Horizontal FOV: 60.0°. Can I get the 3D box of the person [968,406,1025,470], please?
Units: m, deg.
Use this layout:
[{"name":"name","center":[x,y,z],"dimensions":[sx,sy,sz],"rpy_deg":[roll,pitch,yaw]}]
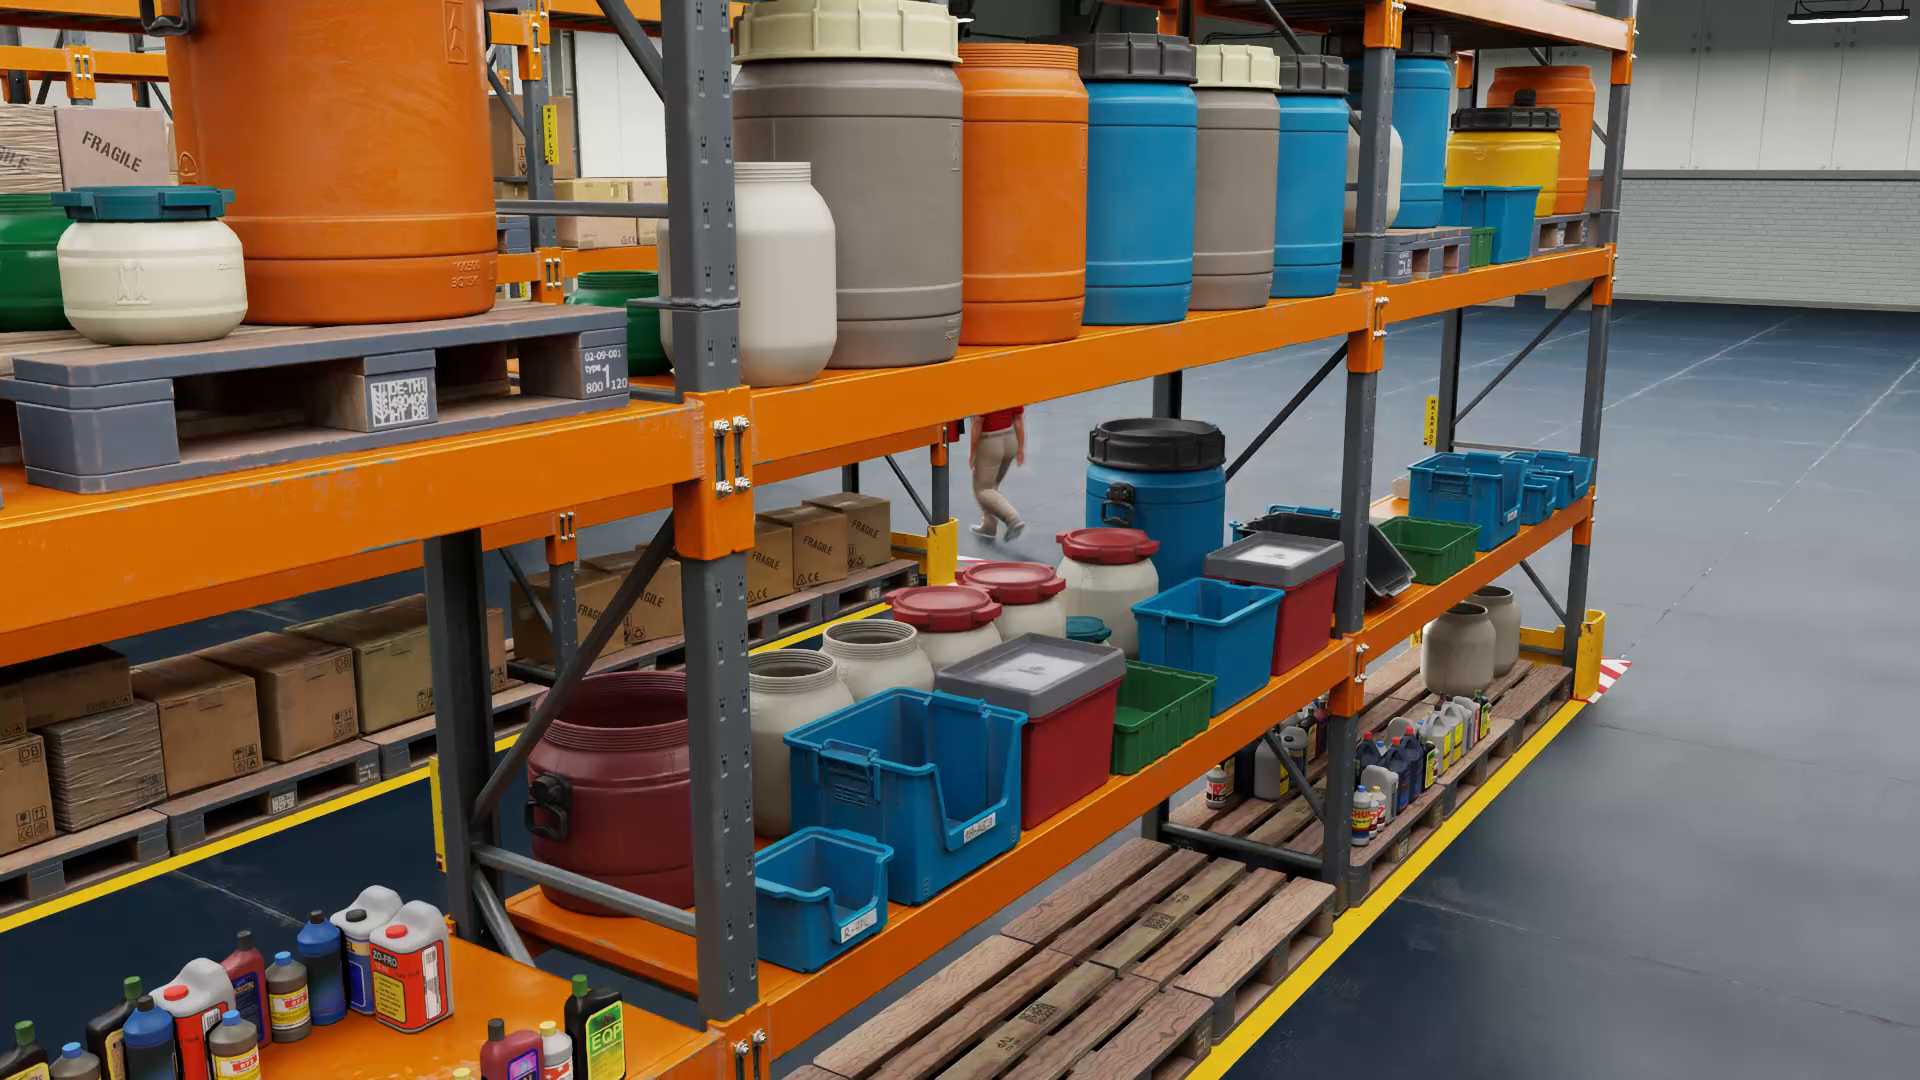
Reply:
[{"name":"person","center":[0.280,-1.123,14.455],"dimensions":[0.567,1.041,0.339],"rpy_deg":[-11,17,-41]}]
